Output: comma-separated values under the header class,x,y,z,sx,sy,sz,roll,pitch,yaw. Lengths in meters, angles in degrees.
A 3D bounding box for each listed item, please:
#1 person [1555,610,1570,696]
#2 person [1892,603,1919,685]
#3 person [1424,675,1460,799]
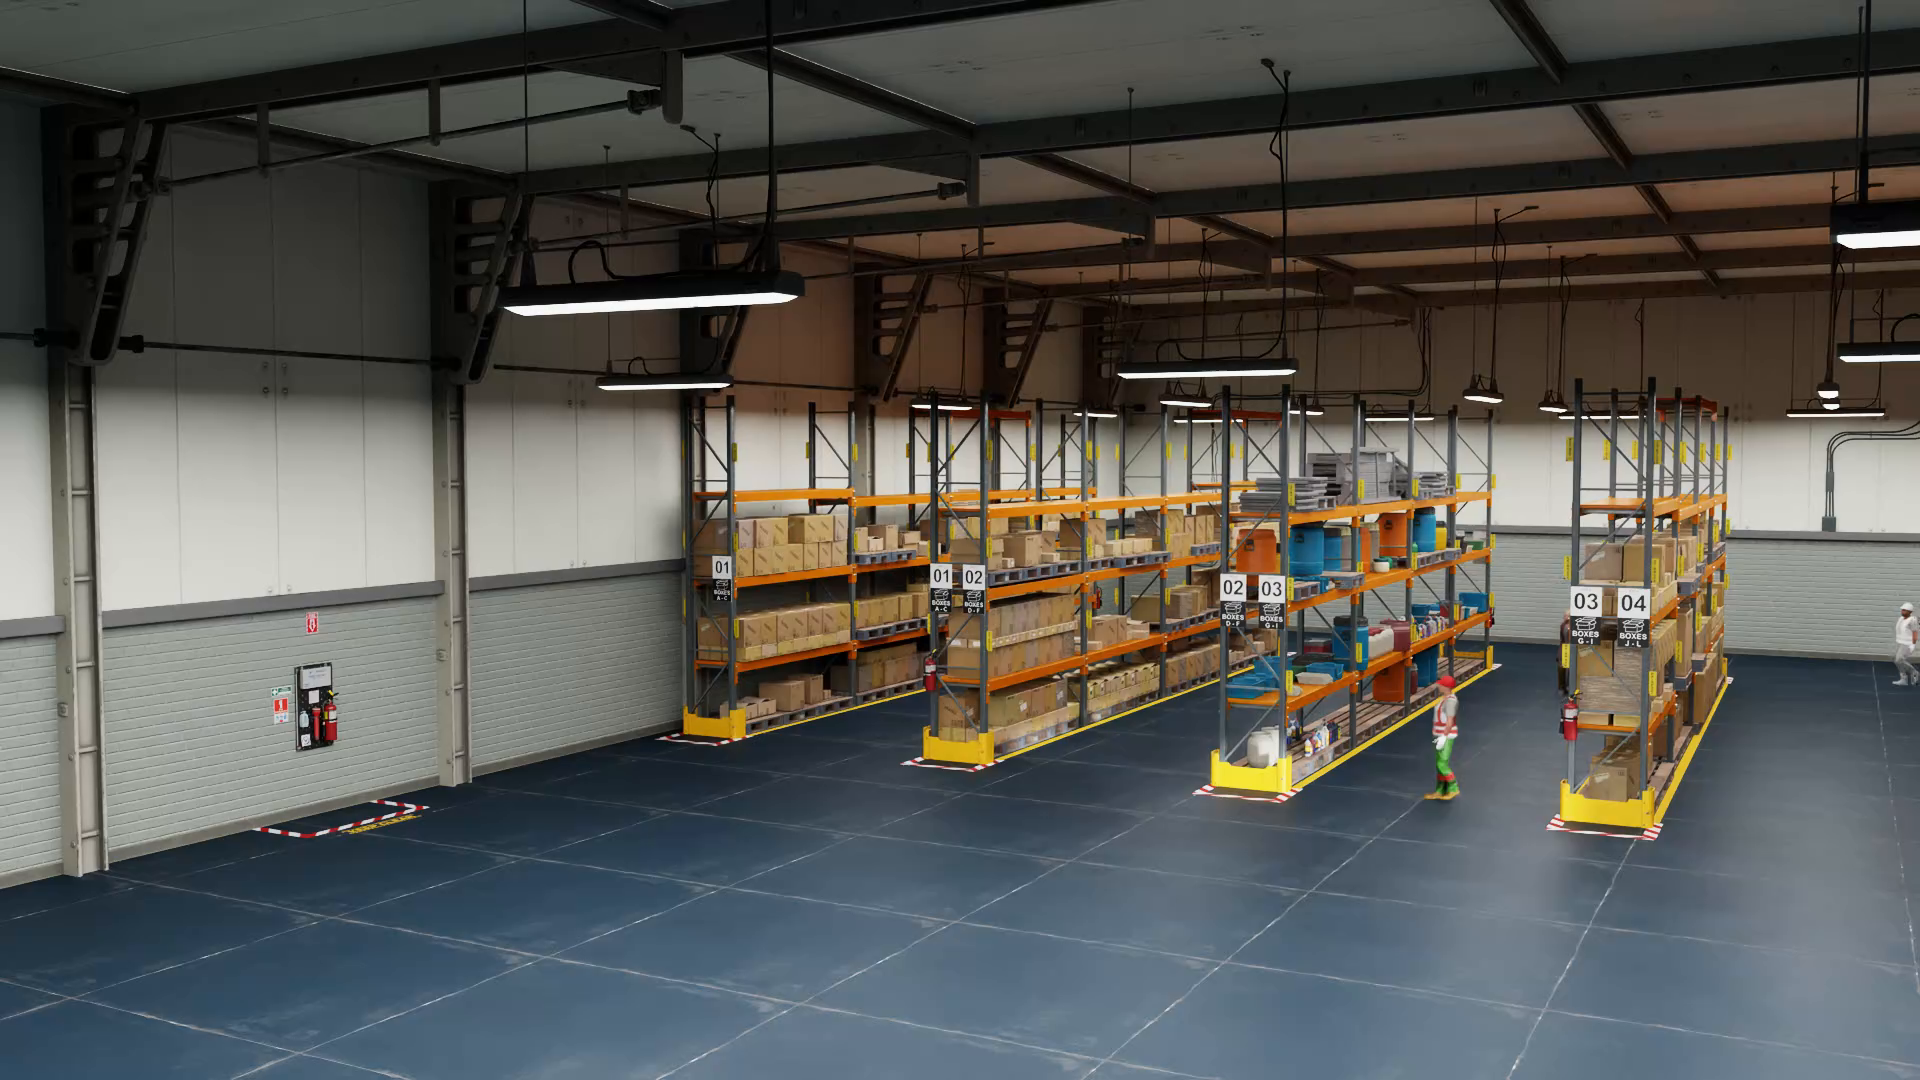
class,x,y,z,sx,sy,sz,roll,pitch,yaw
person,12.658,2.358,34.501,0.545,1.813,0.936,2,3,27
person,20.181,2.226,35.496,0.507,1.774,0.598,0,3,3
person,6.950,2.843,23.925,0.430,1.798,0.587,0,3,-7
